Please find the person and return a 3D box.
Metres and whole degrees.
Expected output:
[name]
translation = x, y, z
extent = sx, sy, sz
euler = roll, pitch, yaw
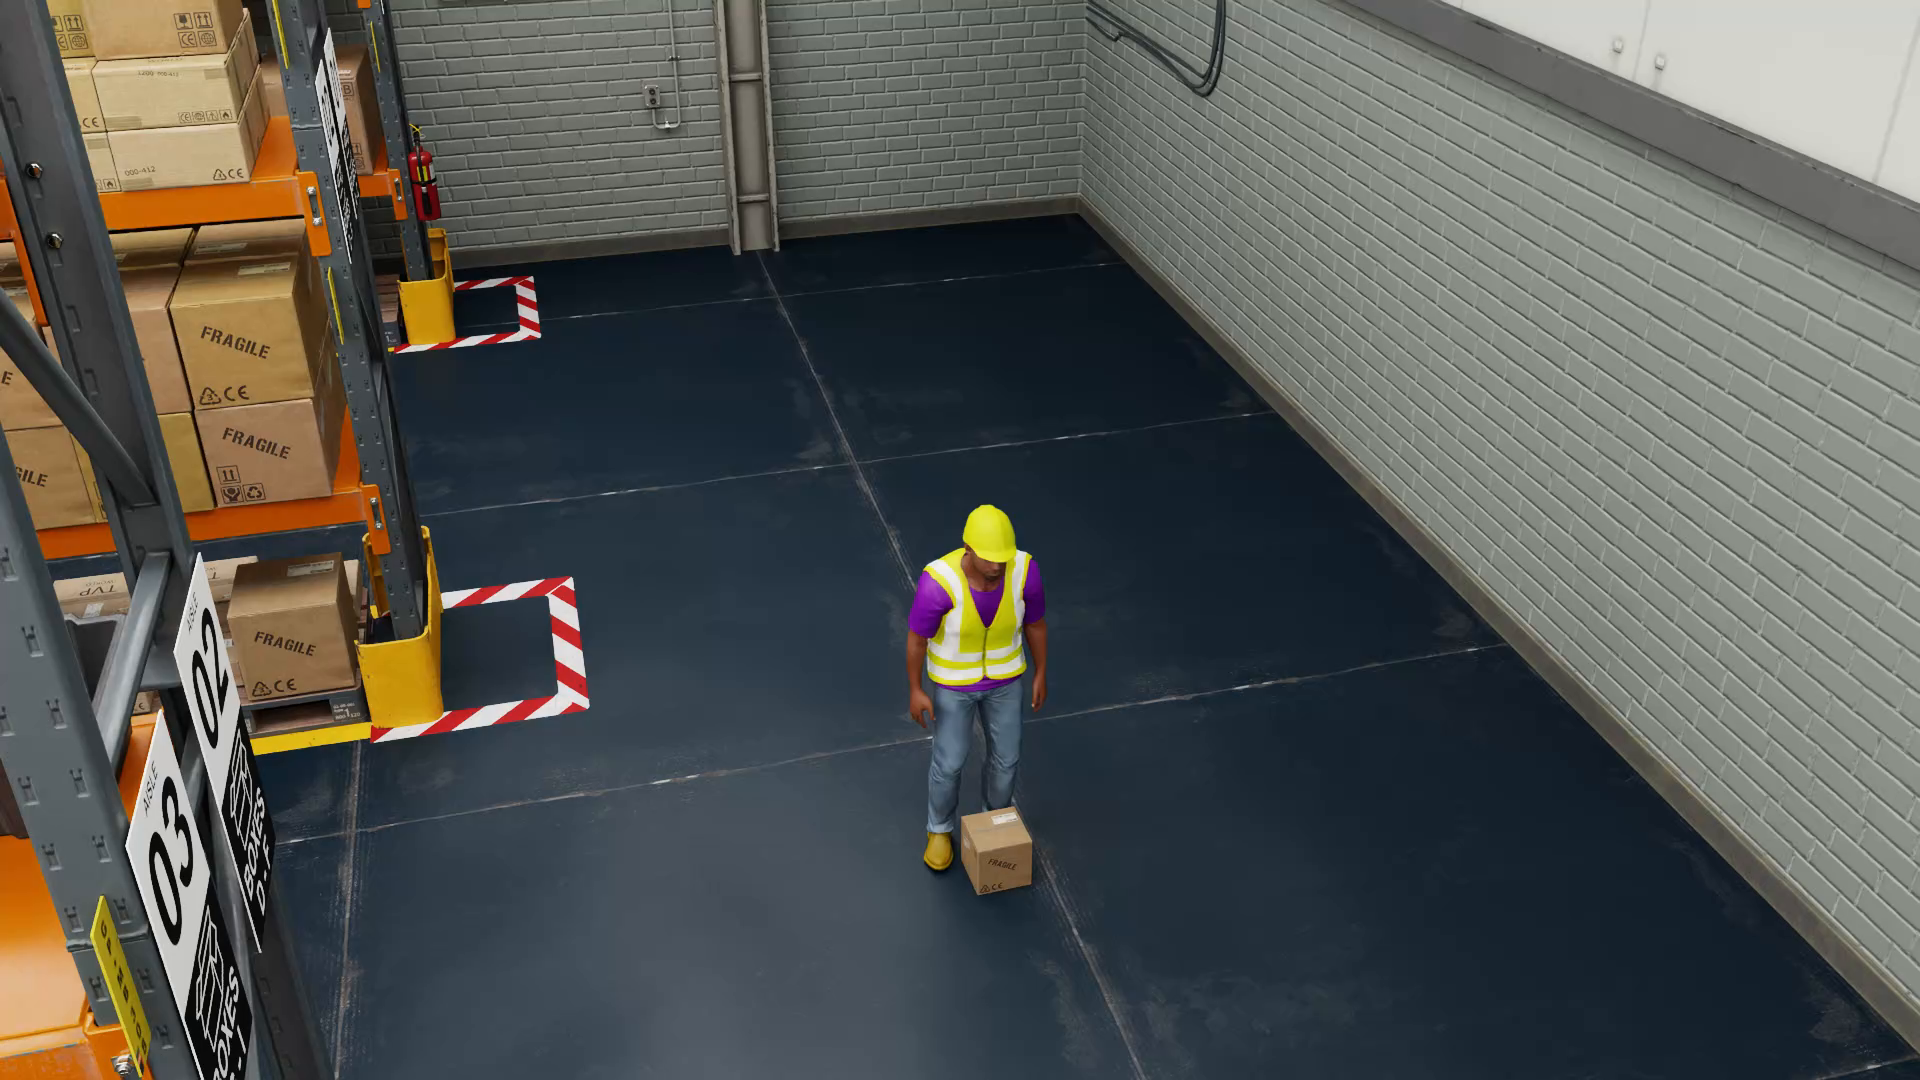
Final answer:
[person]
translation = 0.082, 0.612, 7.165
extent = 0.628, 1.760, 0.459
euler = -8, 31, -13
